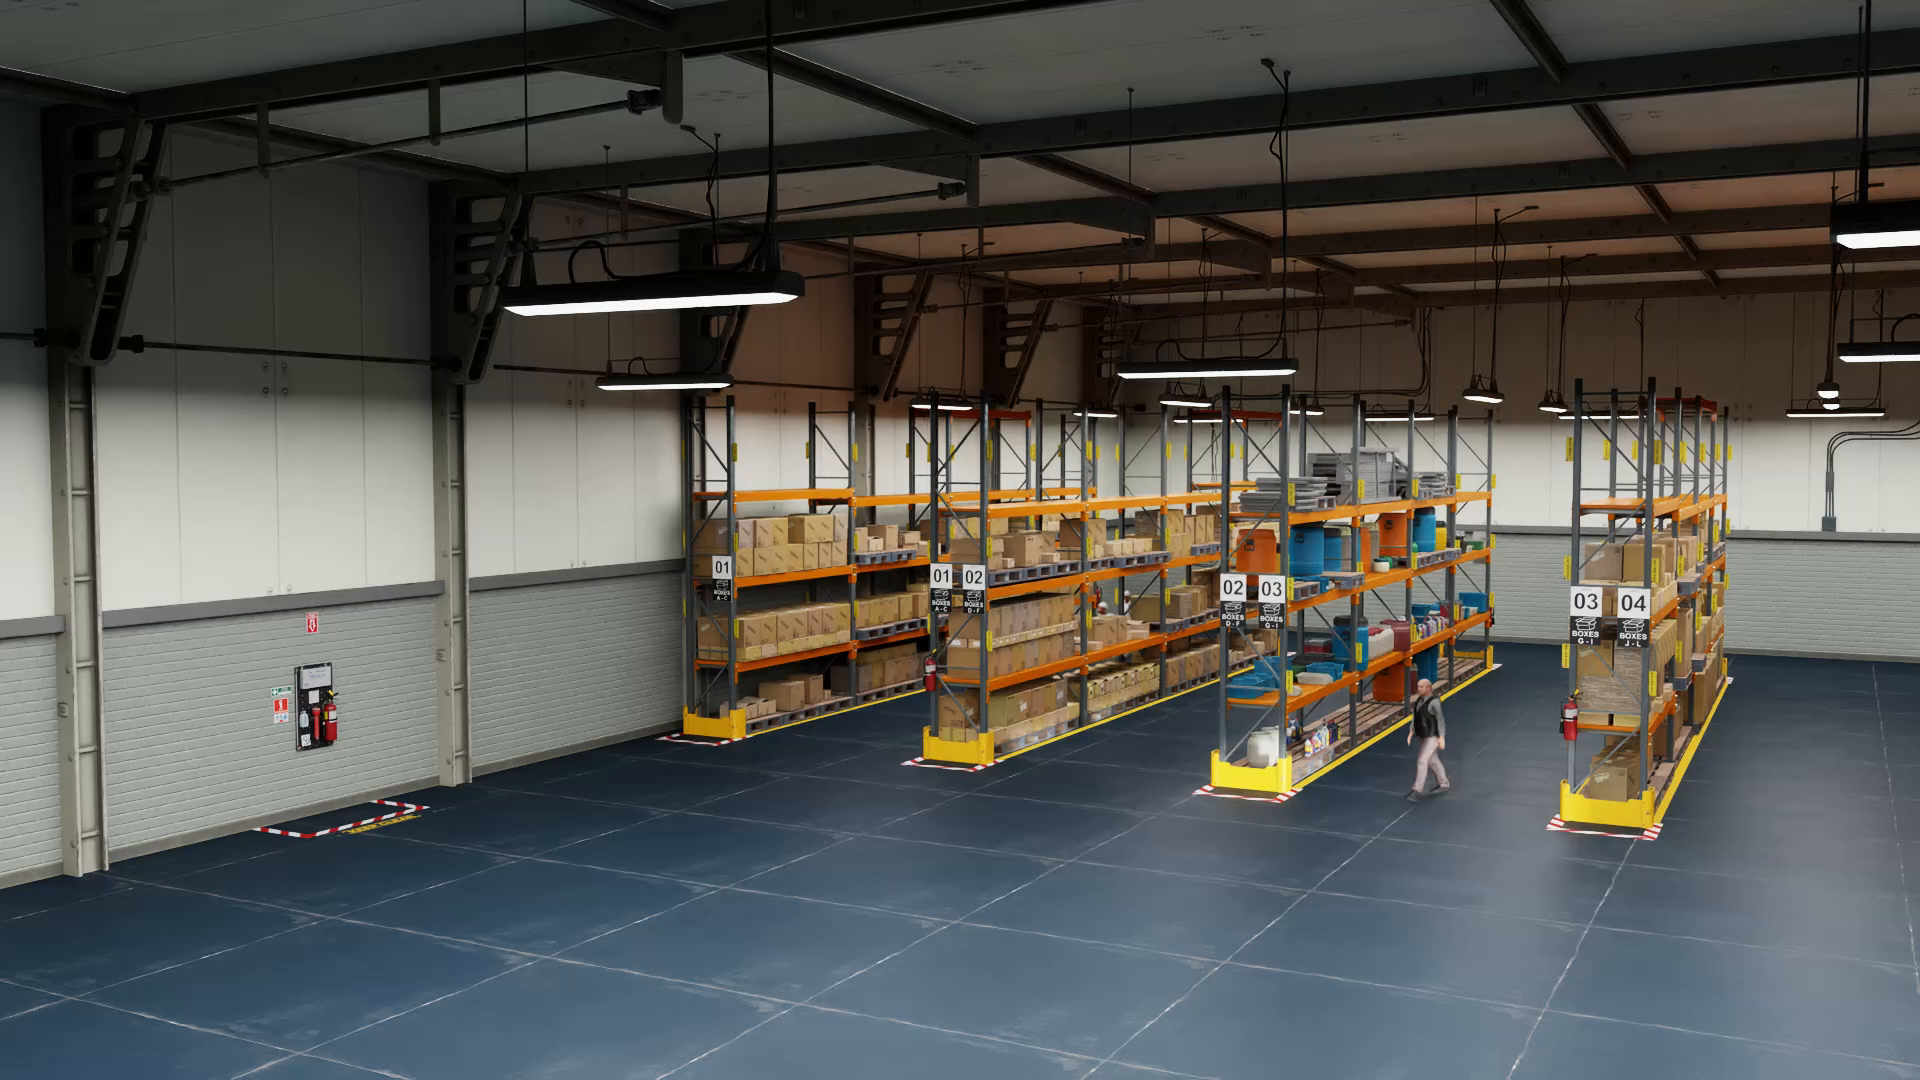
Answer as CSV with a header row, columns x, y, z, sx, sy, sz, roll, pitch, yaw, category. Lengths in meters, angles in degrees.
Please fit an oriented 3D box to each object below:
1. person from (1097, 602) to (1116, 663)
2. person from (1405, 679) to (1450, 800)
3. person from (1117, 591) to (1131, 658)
x,y,z,sx,sy,sz,roll,pitch,yaw,category
3.284,2.213,37.050,0.698,1.691,0.591,2,4,36,person
6.766,2.869,24.176,0.863,1.699,0.562,-1,3,-13,person
4.086,2.044,40.647,0.509,1.596,1.043,2,3,28,person
